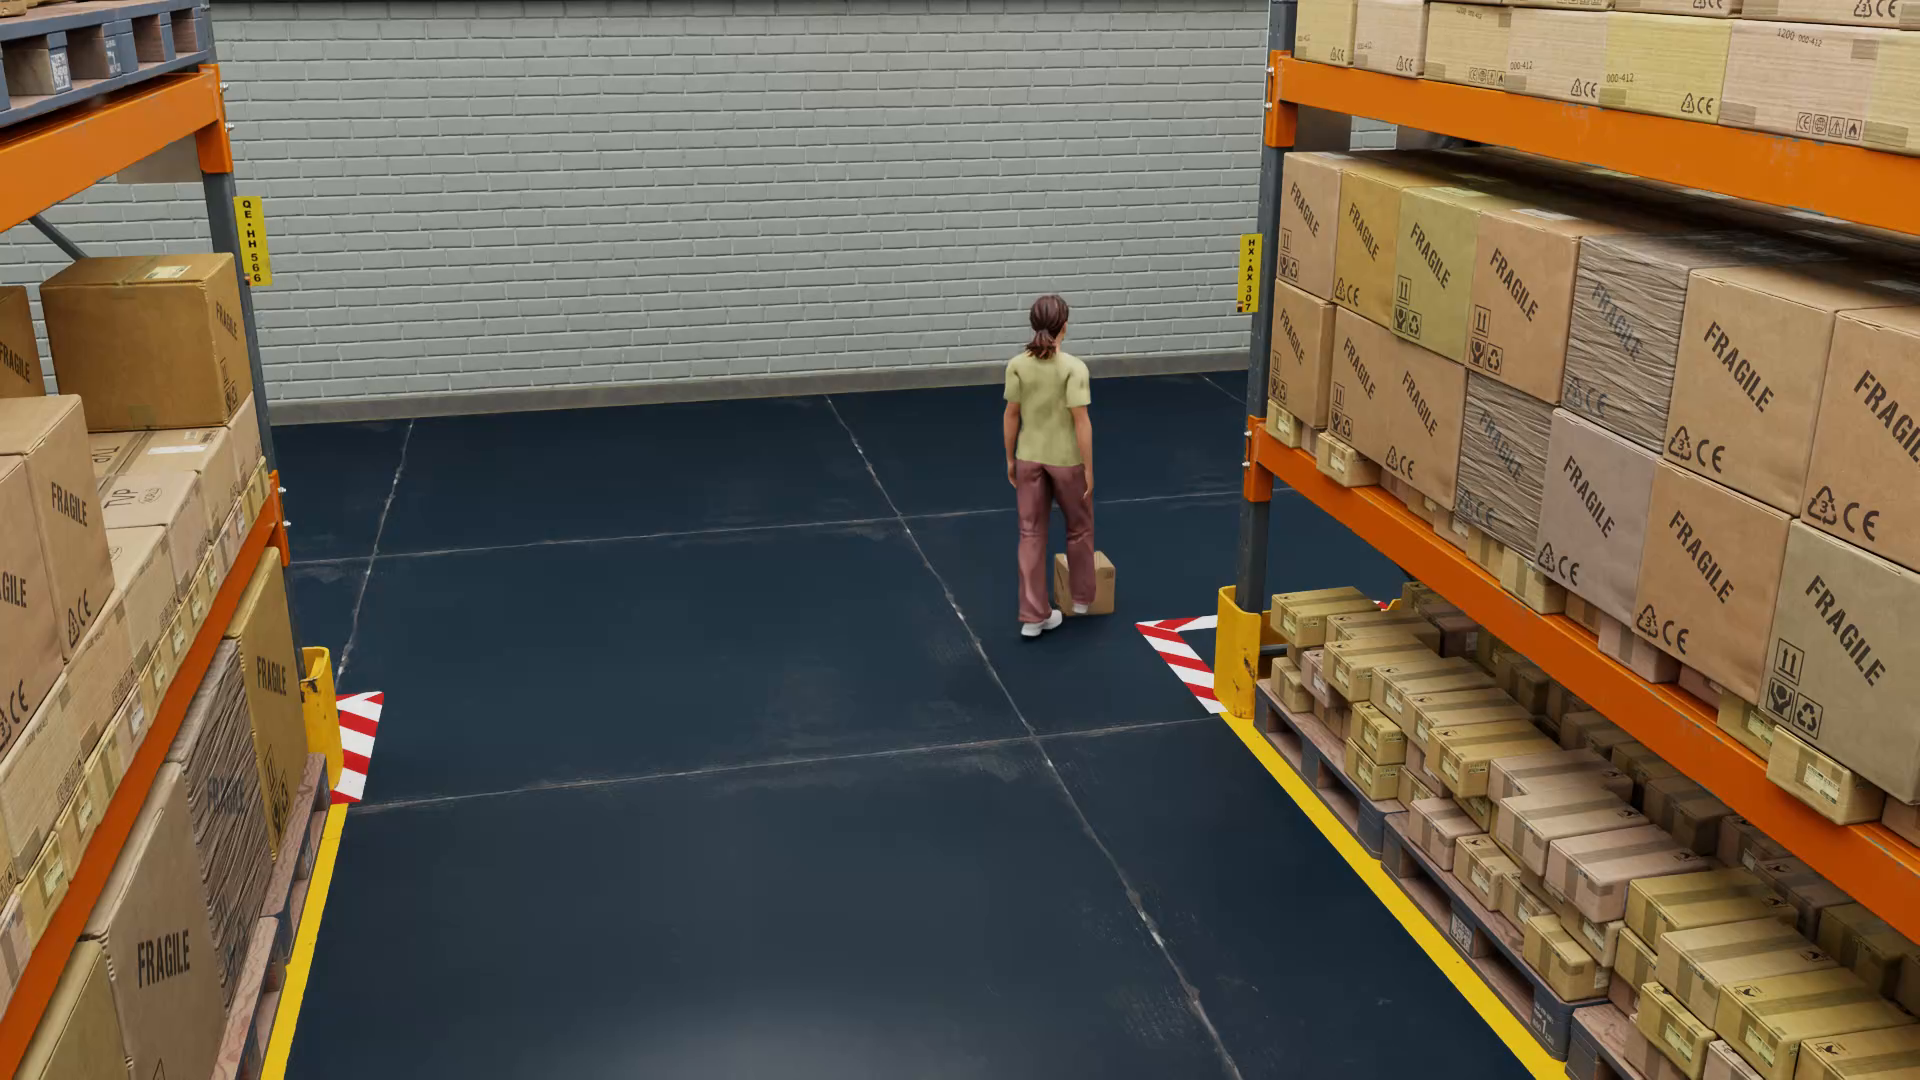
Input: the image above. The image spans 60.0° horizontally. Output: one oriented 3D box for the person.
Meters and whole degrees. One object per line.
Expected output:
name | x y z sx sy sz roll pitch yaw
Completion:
person | 0.480 -0.397 8.166 0.465 1.665 0.680 8 21 20
